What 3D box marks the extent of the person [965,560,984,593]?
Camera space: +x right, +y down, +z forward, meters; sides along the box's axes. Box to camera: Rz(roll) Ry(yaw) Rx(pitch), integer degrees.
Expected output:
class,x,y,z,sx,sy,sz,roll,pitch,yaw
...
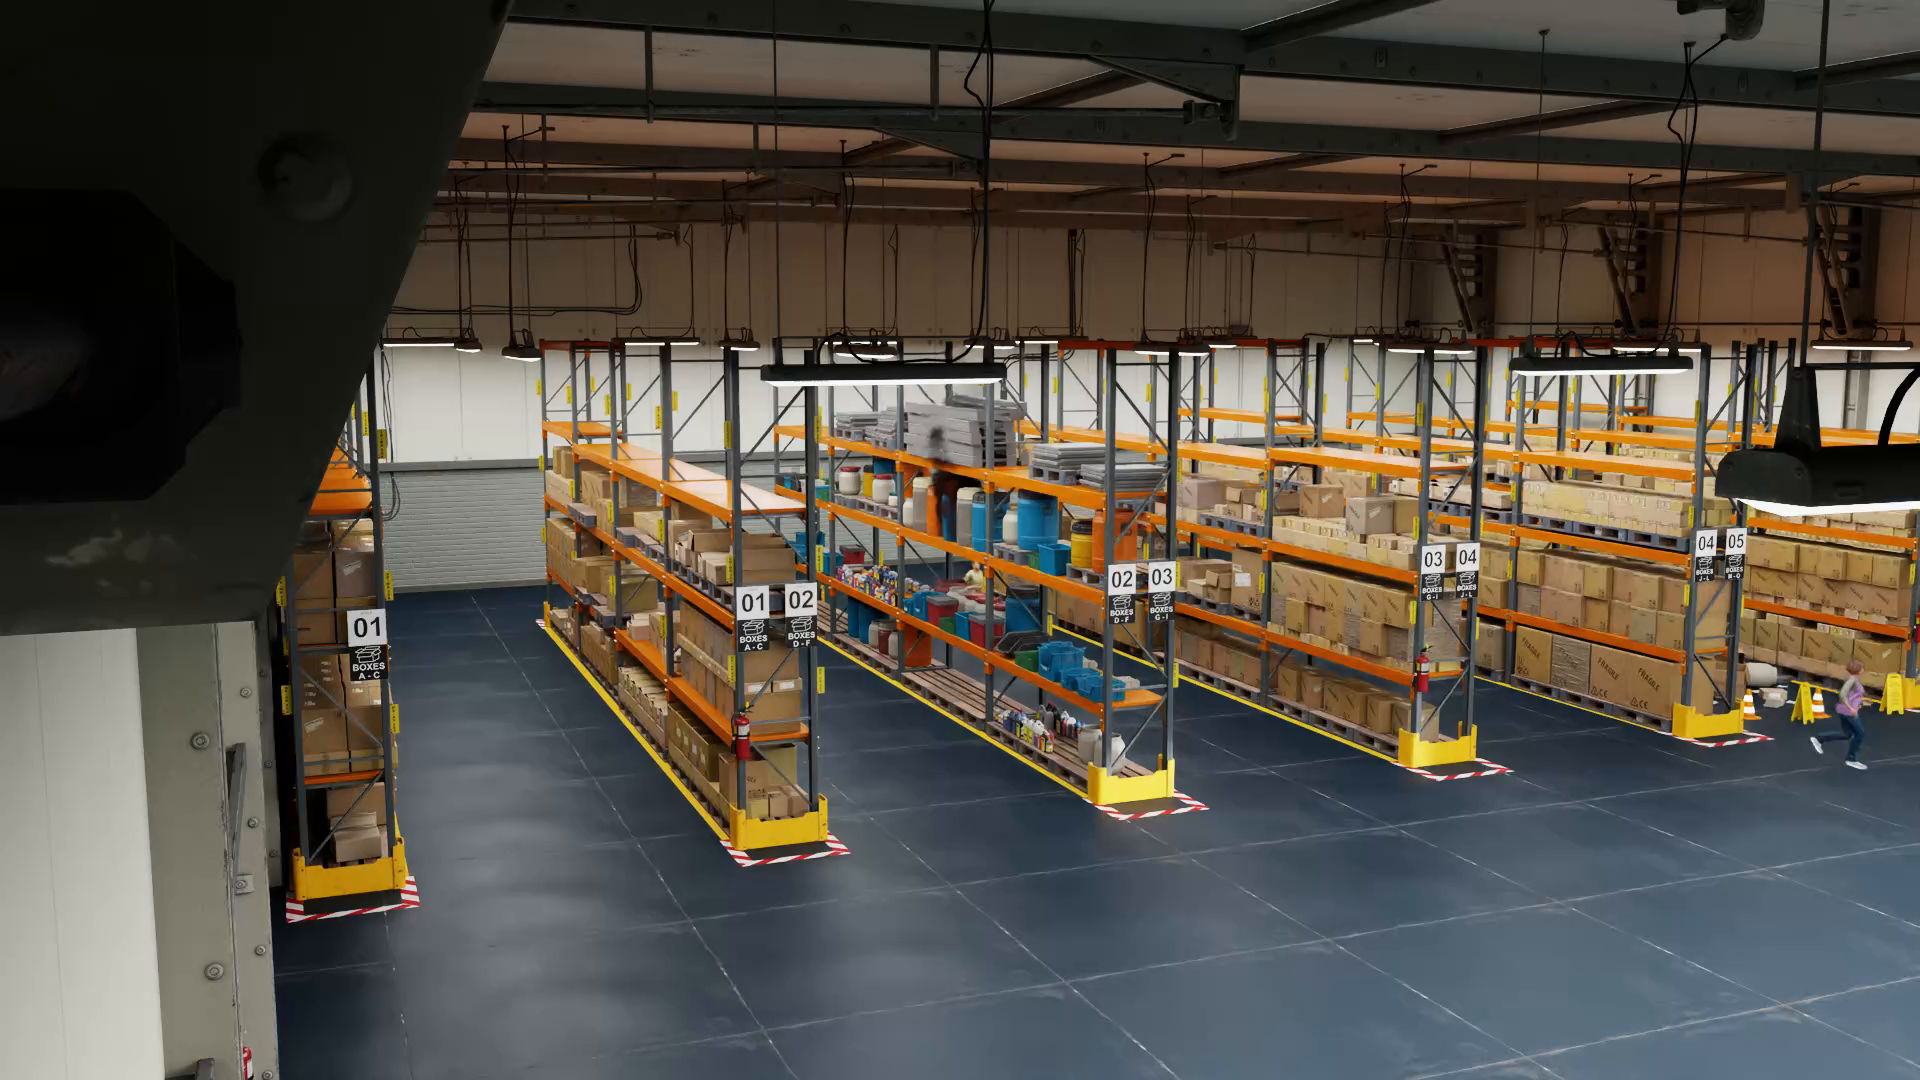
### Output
class,x,y,z,sx,sy,sz,roll,pitch,yaw
person,0.317,1.188,33.335,0.538,1.699,0.712,-4,9,-31

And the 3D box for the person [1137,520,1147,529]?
class,x,y,z,sx,sy,sz,roll,pitch,yaw
person,4.322,0.281,40.202,0.661,1.751,0.708,2,8,14

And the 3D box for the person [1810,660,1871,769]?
class,x,y,z,sx,sy,sz,roll,pitch,yaw
person,12.637,2.478,23.826,0.756,1.574,0.525,3,8,25
